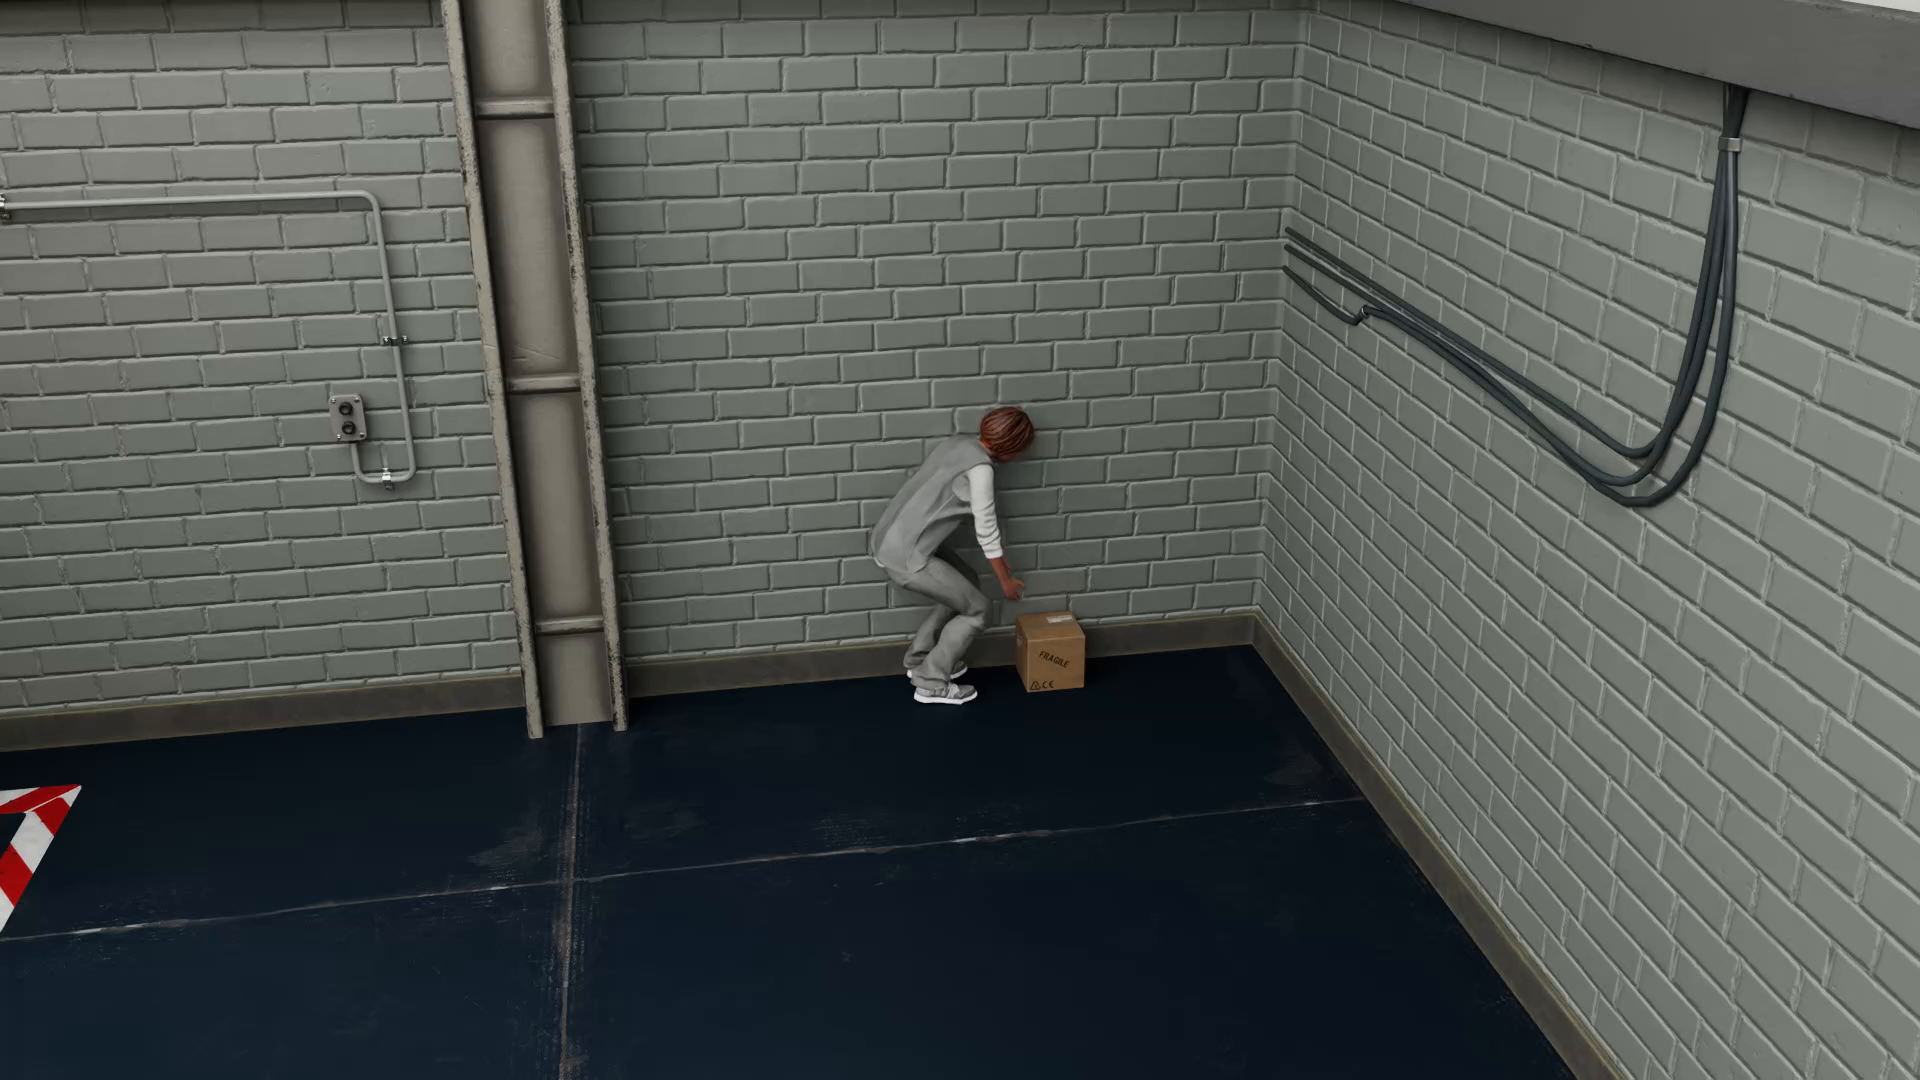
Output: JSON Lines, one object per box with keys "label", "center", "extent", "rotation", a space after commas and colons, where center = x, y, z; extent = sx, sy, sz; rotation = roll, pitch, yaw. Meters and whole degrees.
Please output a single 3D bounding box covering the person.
{"label": "person", "center": [-0.036, 0.058, 6.947], "extent": [0.688, 1.227, 0.463], "rotation": [-4, 24, -10]}
